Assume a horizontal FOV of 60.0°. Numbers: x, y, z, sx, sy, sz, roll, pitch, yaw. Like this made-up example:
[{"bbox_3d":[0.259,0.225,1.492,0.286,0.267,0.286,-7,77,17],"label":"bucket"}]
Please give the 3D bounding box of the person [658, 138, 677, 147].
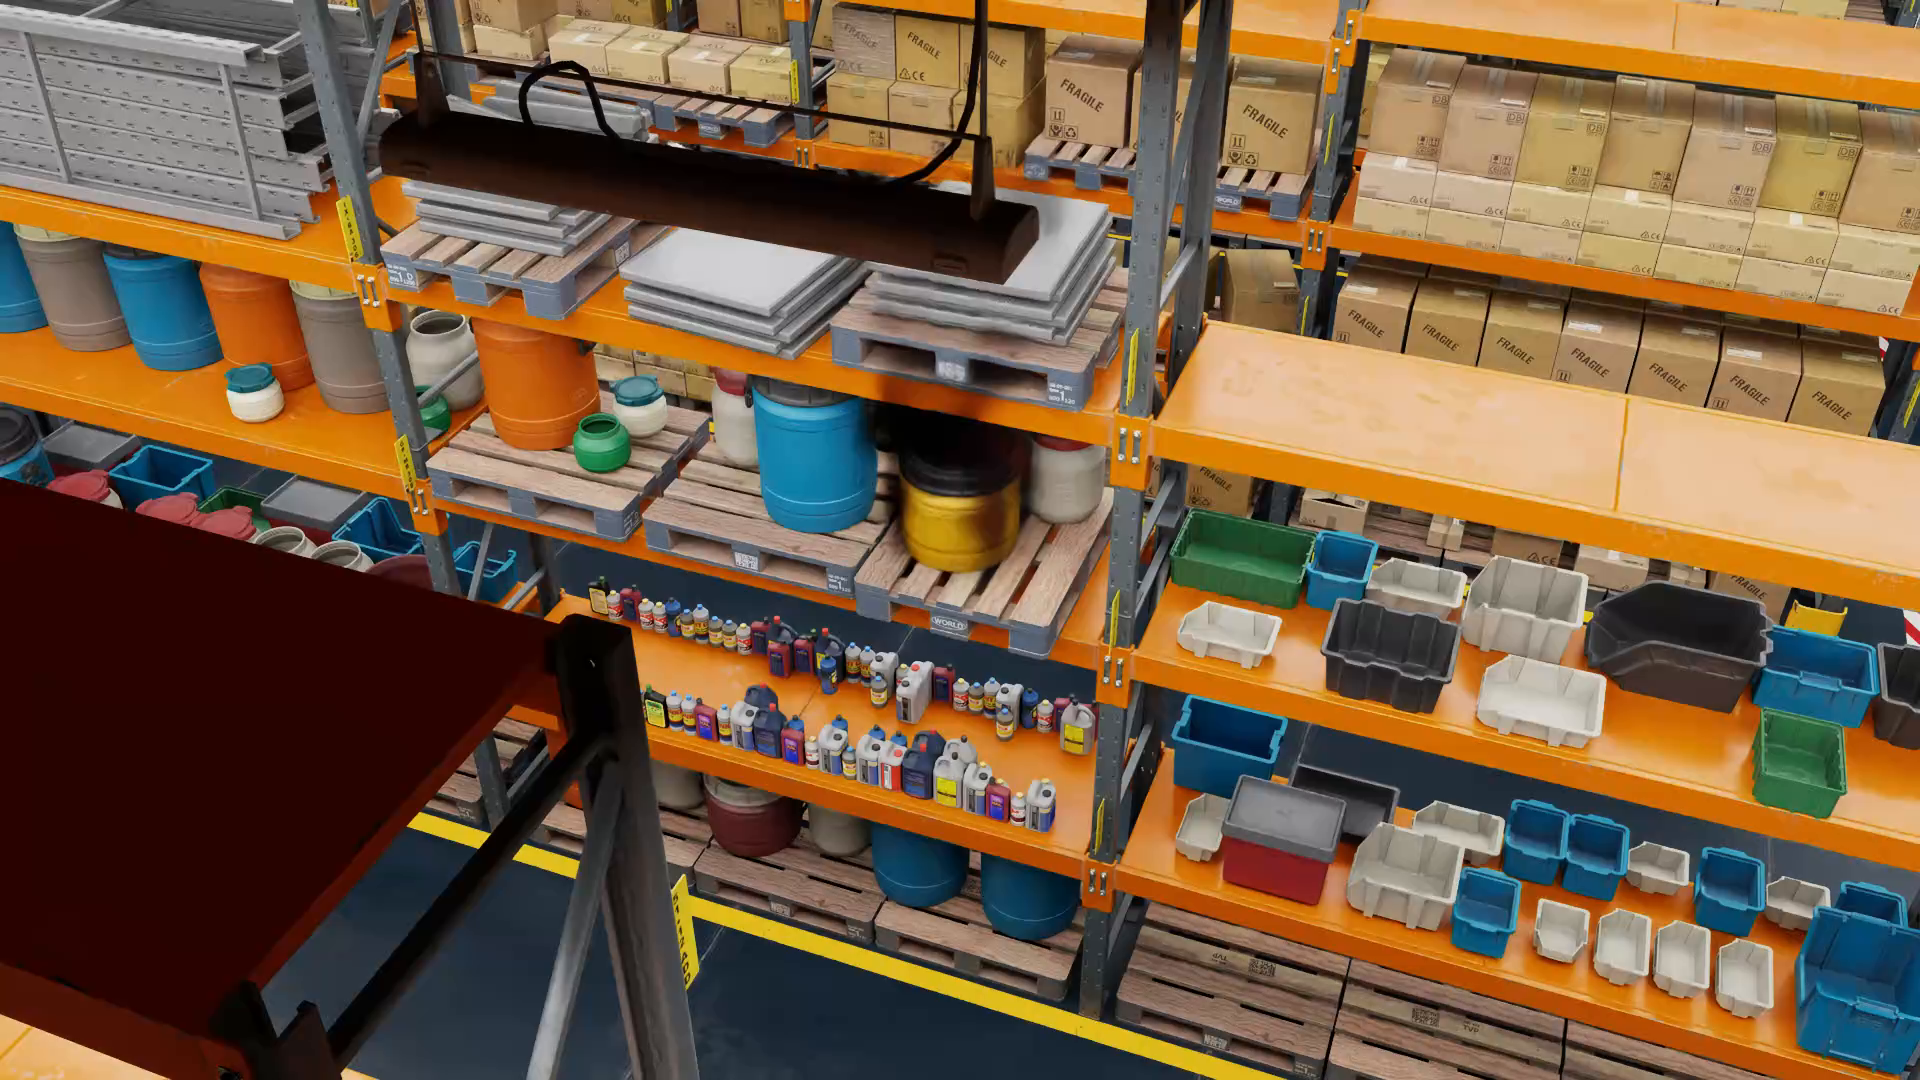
[{"bbox_3d":[-2.940,-3.281,16.346,0.729,1.823,0.674,13,39,17],"label":"person"}]
